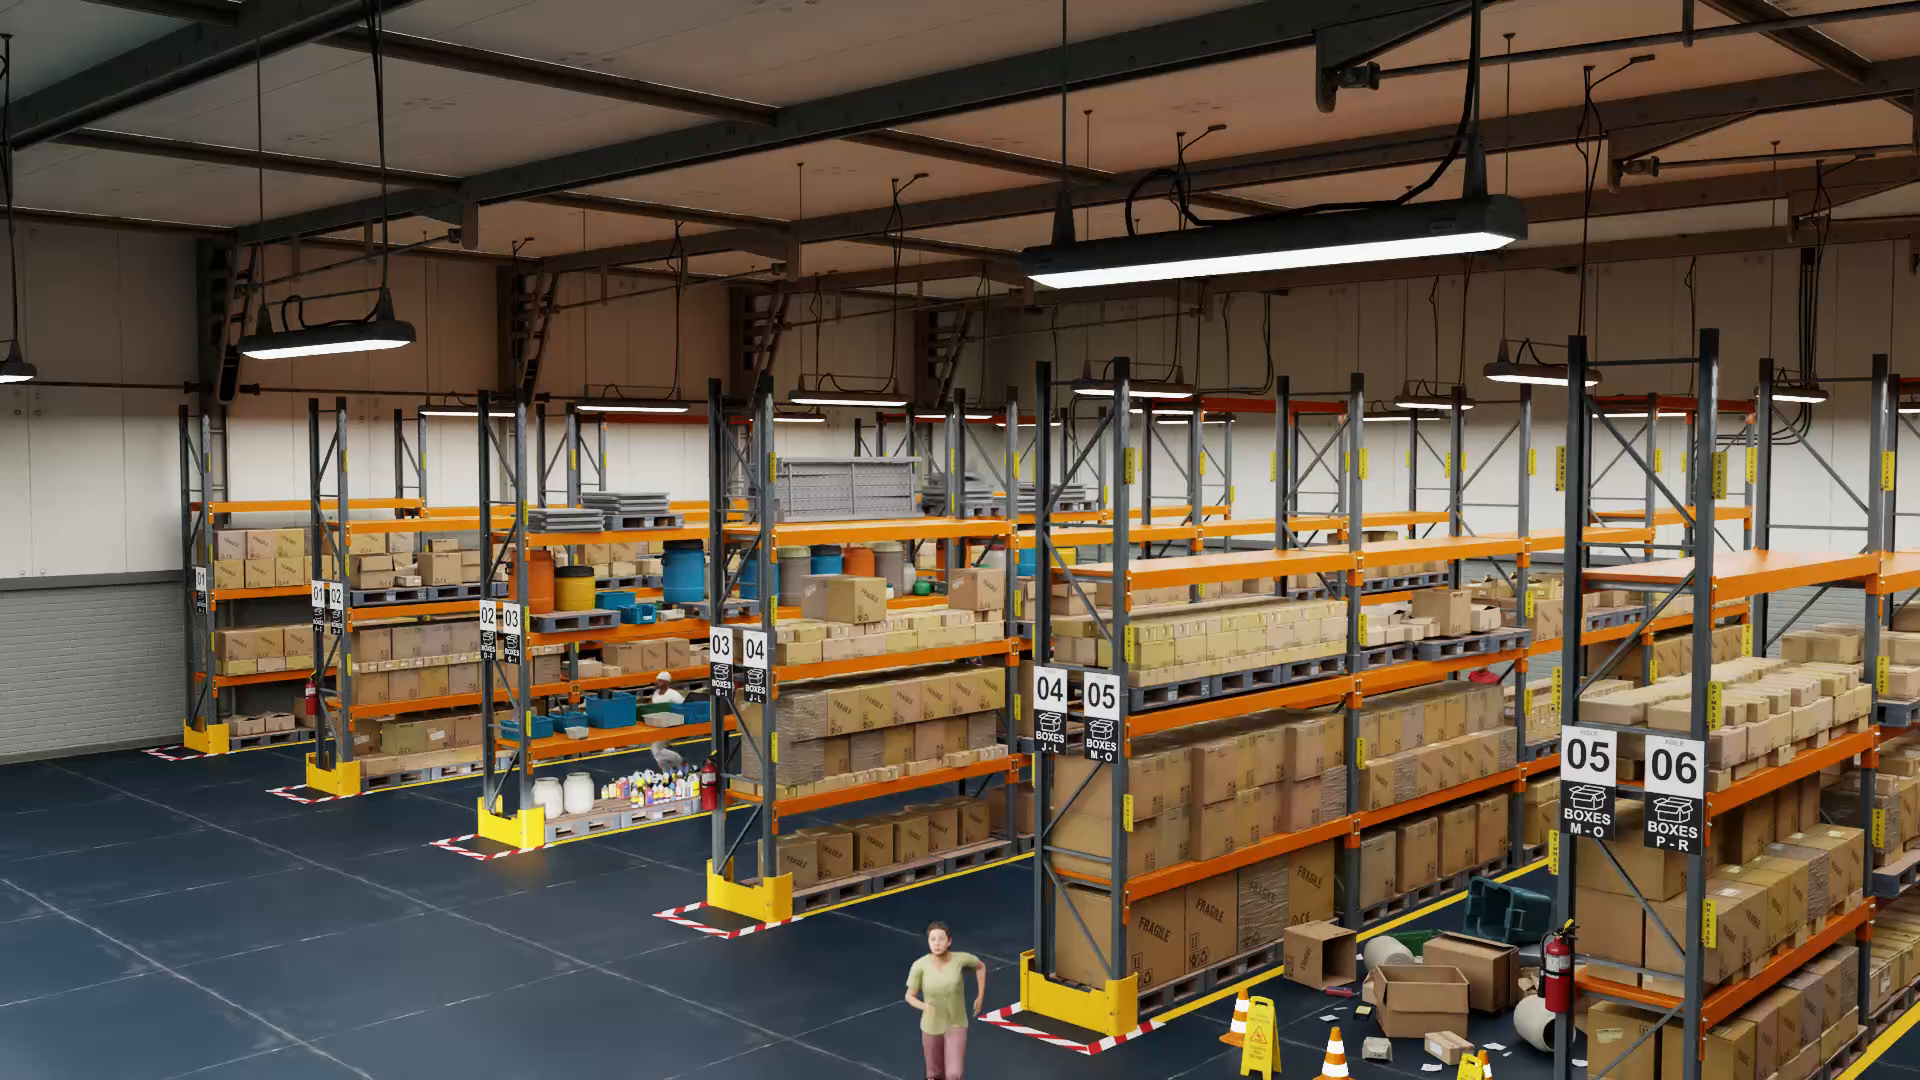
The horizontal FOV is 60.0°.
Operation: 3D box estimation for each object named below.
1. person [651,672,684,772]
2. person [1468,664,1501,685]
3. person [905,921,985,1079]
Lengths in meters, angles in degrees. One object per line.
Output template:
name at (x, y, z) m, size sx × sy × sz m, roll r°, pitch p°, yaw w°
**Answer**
person at (-4.671, 2.930, 26.097) m, size 0.698 × 1.723 × 0.579 m, roll 3°, pitch 4°, yaw 41°
person at (8.702, 2.855, 27.758) m, size 0.636 × 1.806 × 0.774 m, roll 2°, pitch 4°, yaw 35°
person at (-0.111, 3.672, 12.465) m, size 0.581 × 1.647 × 0.826 m, roll 0°, pitch 3°, yaw 4°
